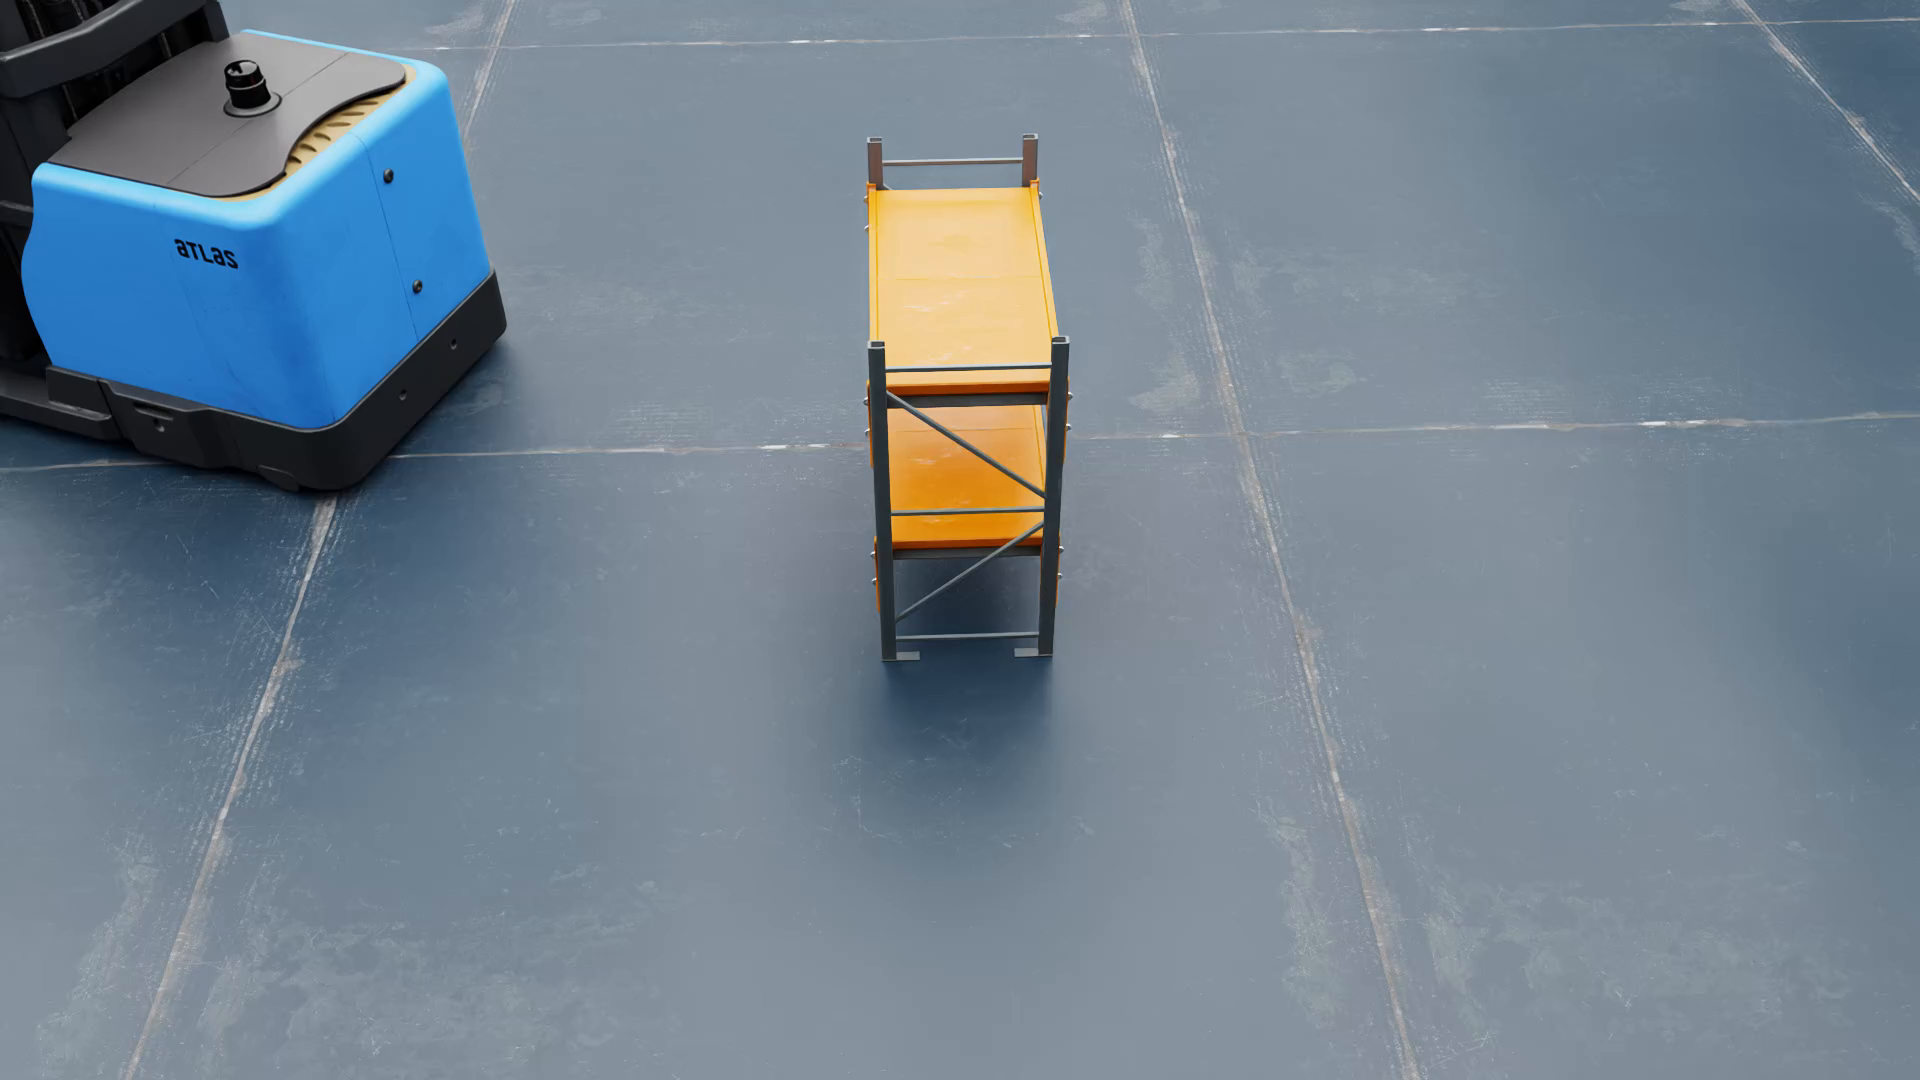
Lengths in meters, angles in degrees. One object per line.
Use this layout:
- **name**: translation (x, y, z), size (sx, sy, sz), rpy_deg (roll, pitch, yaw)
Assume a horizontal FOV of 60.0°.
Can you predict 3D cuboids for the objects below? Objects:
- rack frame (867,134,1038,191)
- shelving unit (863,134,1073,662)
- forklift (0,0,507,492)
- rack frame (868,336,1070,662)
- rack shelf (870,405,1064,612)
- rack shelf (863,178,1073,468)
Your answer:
- **rack frame**: translation (-0.022, -0.762, 5.249), size (0.500, 1.125, 0.032), rpy_deg (-2, 43, -2)
- **shelving unit**: translation (0.000, -0.419, 4.875), size (0.538, 1.125, 1.048), rpy_deg (-2, 43, -2)
- **forklift**: translation (-3.202, -1.848, 5.097), size (3.031, 2.935, 1.130), rpy_deg (14, 44, 15)
- **rack frame**: translation (0.021, -0.076, 4.500), size (0.500, 1.125, 0.032), rpy_deg (-2, 43, -2)
- **rack shelf**: translation (0.000, -0.239, 5.040), size (0.538, 0.278, 1.000), rpy_deg (-2, 43, -2)
- **rack shelf**: translation (0.000, -0.635, 4.677), size (0.538, 0.278, 1.000), rpy_deg (-2, 43, -2)
